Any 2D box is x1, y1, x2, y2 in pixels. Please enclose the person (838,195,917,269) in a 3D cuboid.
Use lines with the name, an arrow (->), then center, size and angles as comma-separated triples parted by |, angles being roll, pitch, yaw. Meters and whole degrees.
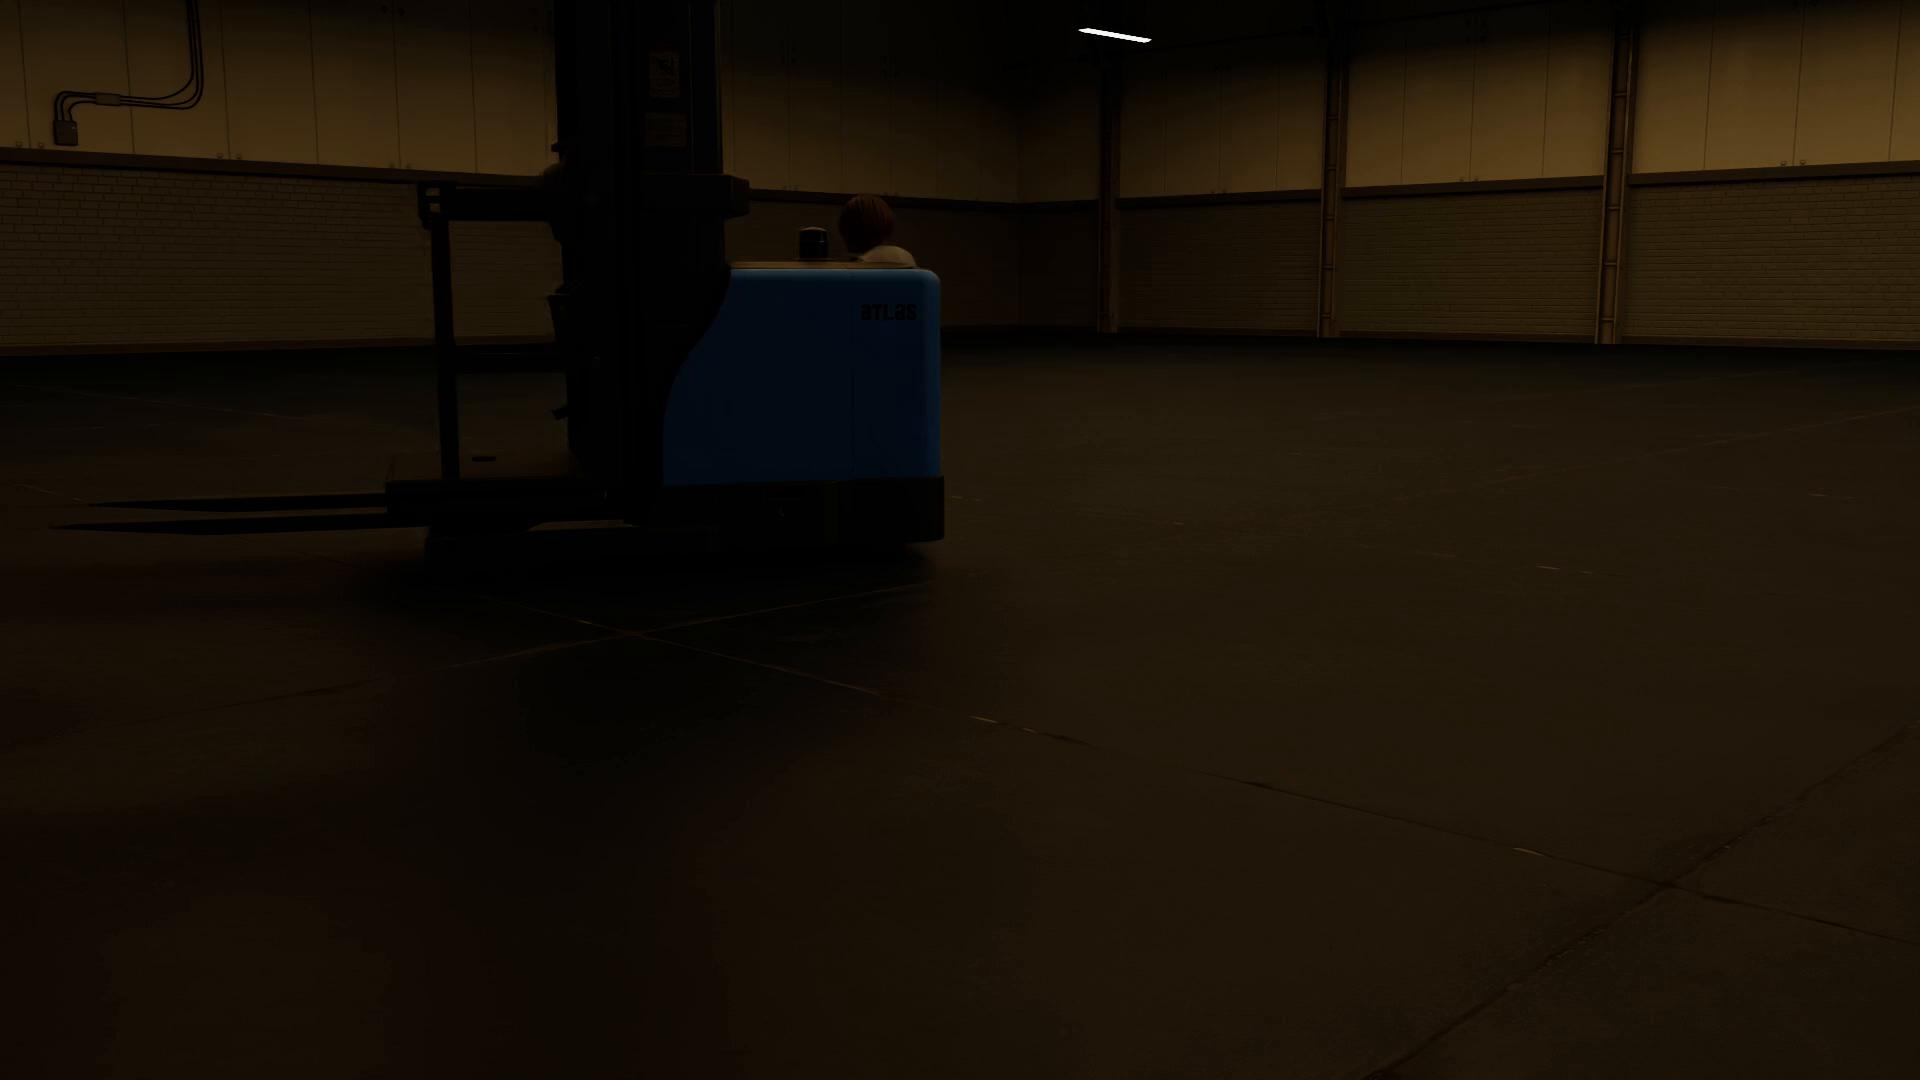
person -> -0.502, -0.673, 6.776 | 0.692, 1.410, 0.688 | 3, 9, 20

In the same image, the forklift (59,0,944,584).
forklift -> -1.635, -1.385, 6.074 | 3.031, 2.935, 1.130 | -3, 9, -17
